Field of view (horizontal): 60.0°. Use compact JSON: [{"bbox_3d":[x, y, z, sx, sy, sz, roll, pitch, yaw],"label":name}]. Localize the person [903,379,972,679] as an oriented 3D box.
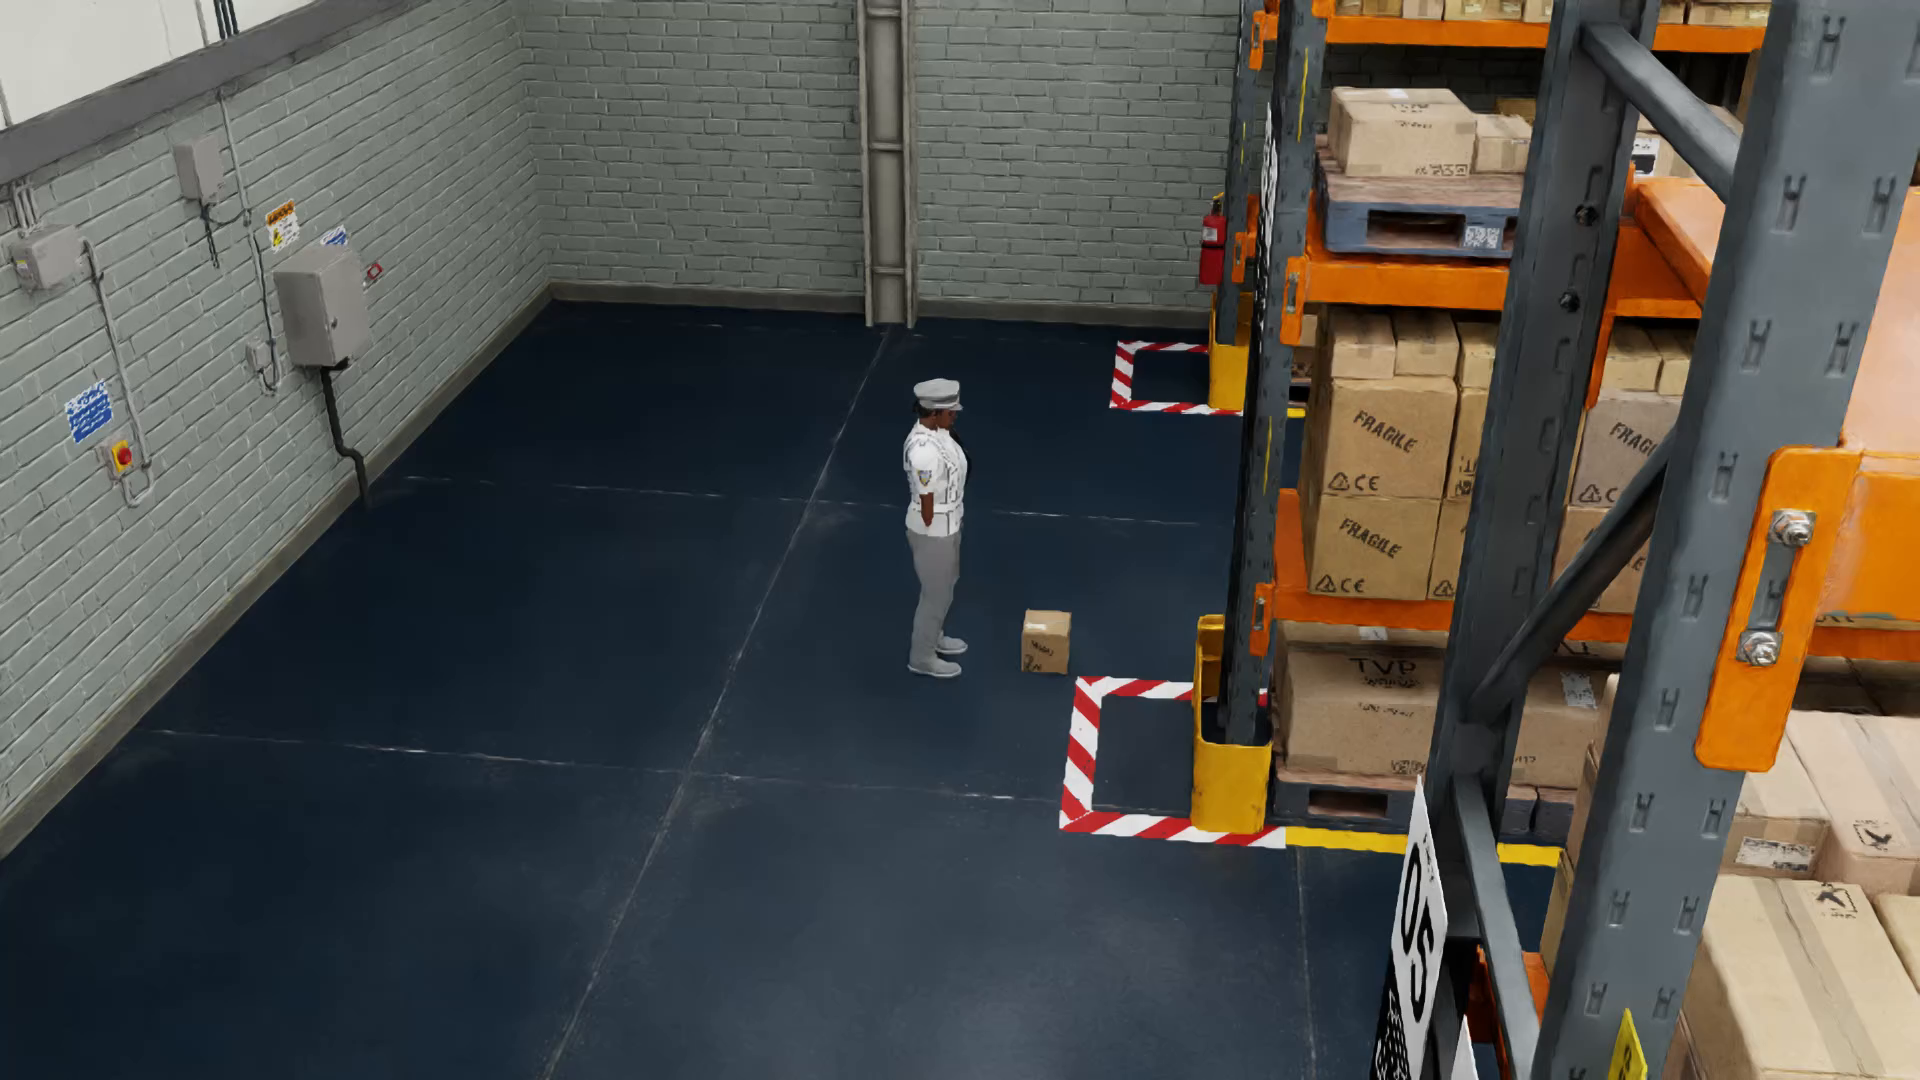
[{"bbox_3d":[-0.120,-0.071,8.867,0.340,1.658,0.438,4,29,7],"label":"person"}]
